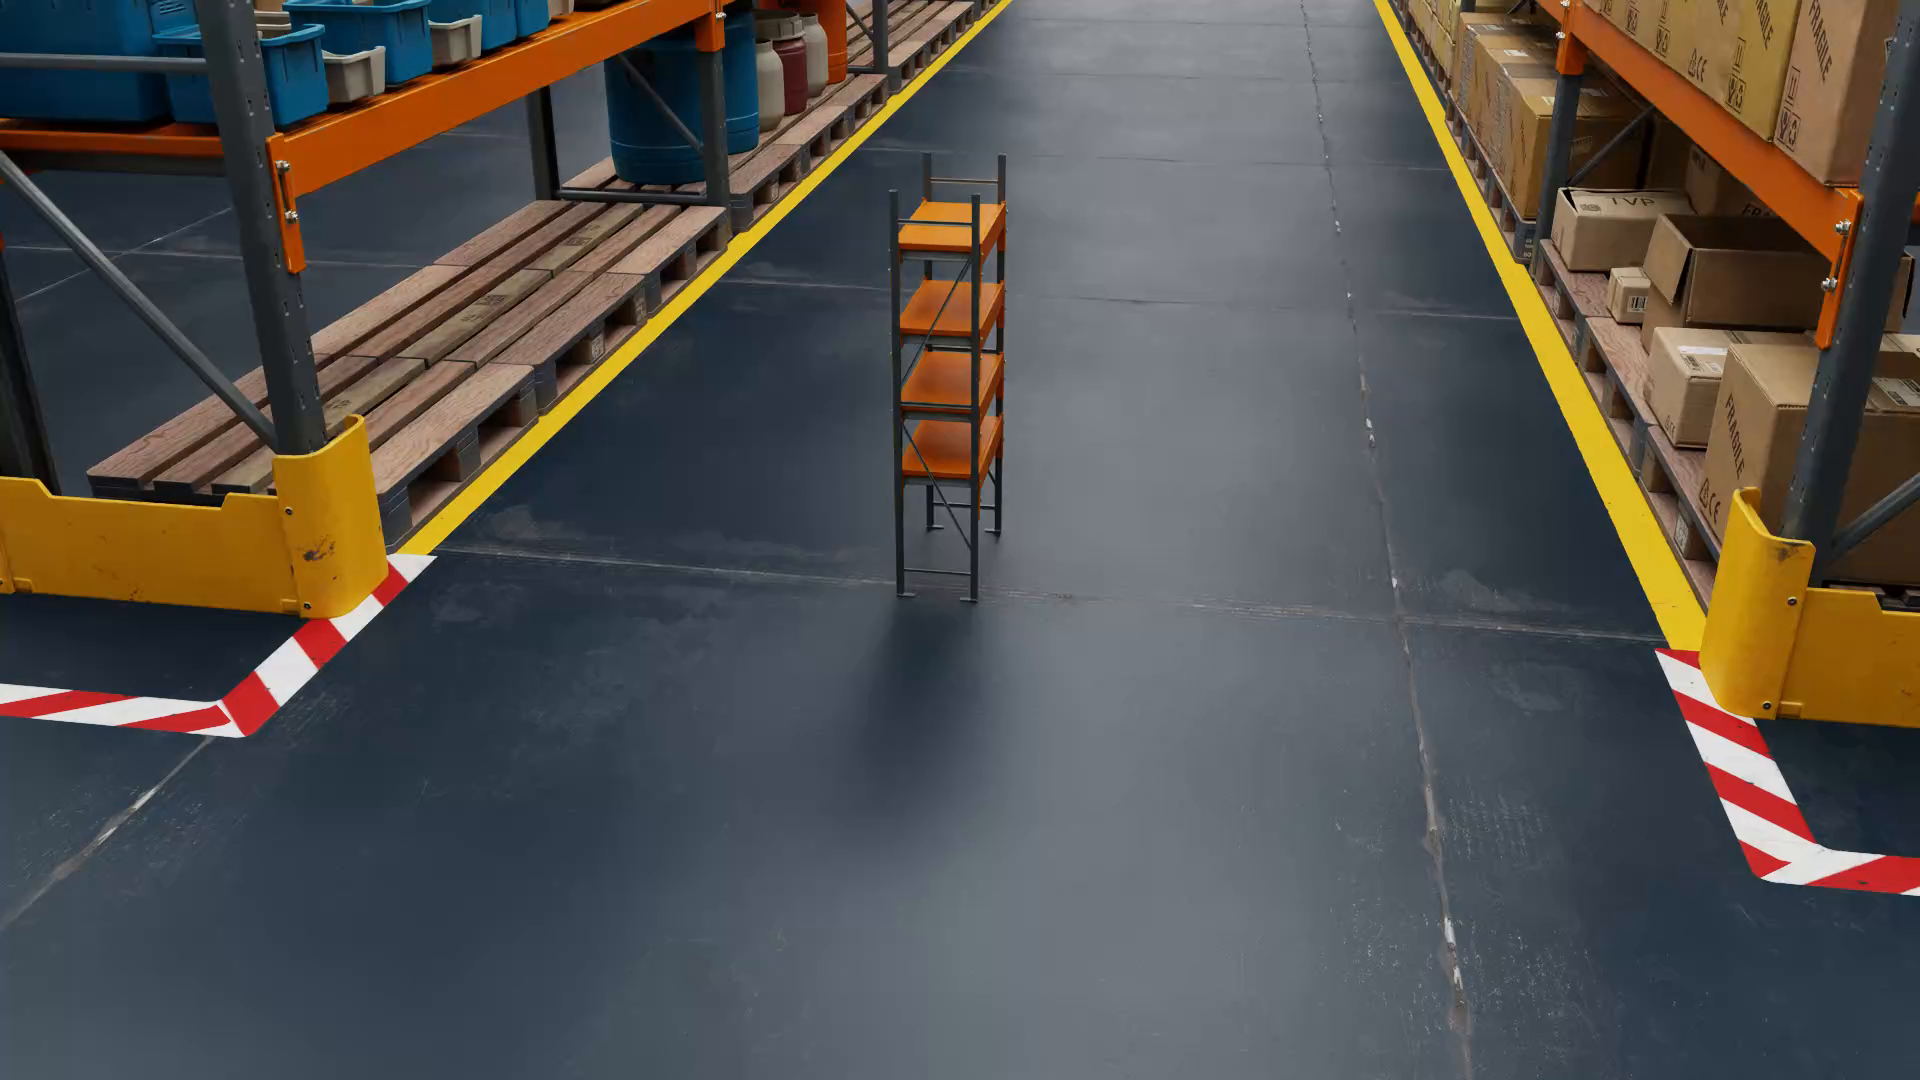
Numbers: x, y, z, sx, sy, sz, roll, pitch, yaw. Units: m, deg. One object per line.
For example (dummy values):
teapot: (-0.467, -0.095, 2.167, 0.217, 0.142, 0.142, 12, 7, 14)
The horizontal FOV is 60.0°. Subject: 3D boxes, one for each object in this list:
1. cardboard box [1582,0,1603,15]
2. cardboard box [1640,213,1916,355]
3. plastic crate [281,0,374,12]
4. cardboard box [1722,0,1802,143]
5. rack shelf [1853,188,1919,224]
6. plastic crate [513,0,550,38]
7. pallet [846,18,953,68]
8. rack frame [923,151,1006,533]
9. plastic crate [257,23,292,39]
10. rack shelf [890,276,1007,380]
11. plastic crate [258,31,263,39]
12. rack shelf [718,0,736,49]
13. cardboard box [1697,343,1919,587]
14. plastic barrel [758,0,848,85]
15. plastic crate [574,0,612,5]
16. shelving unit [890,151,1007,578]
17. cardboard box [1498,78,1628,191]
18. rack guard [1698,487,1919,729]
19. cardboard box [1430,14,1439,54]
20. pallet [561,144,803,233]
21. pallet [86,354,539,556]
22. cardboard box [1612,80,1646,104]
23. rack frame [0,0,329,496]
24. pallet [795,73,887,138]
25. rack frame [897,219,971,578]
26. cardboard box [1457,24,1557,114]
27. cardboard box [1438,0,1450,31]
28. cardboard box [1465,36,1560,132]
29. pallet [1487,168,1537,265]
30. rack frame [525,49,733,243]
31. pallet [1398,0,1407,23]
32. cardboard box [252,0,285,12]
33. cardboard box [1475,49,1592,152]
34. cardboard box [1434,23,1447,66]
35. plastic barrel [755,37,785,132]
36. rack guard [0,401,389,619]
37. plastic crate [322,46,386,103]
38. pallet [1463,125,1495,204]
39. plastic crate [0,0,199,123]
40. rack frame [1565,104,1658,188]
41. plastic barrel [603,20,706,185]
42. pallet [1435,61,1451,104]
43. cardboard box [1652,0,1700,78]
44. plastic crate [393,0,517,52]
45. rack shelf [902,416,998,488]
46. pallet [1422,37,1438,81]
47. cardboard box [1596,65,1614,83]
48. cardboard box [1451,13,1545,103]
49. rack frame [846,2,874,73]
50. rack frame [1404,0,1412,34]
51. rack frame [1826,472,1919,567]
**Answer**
cardboard box: (2.860, -2.429, 6.784, 0.500, 0.500, 0.500, 5, 25, 10)
cardboard box: (2.911, -0.861, 5.977, 0.797, 0.503, 0.637, 4, 25, 9)
plastic crate: (-2.260, -1.875, 5.958, 0.298, 0.136, 0.250, 4, 25, 9)
cardboard box: (2.445, -1.374, 4.529, 0.500, 0.500, 0.500, 4, 25, 9)
rack shelf: (2.886, -1.537, 5.529, 0.919, 0.052, 3.809, 4, 25, 9)
plastic crate: (-1.698, -1.958, 6.022, 0.416, 0.233, 0.300, 4, 25, 9)
pallet: (-0.653, -4.163, 13.895, 1.003, 0.211, 1.213, 4, 25, 9)
rack frame: (0.013, -0.576, 5.066, 0.240, 1.200, 0.015, 4, 25, 9)
plastic crate: (-2.311, -1.632, 5.438, 0.396, 0.136, 0.243, 4, 25, 9)
rack shelf: (-0.027, -0.616, 4.781, 0.258, 0.148, 0.480, 4, 25, 9)
plastic crate: (-2.373, -1.511, 5.181, 0.396, 0.136, 0.243, 4, 25, 9)
rack shelf: (-1.347, -3.434, 9.896, 1.077, 0.370, 4.000, 4, 25, 9)
cardboard box: (2.405, -0.217, 4.605, 0.500, 0.500, 0.500, 4, 25, 9)
plastic barrel: (-1.083, -3.598, 11.462, 0.600, 0.830, 0.708, 4, 25, 9)
plastic crate: (-1.592, -2.339, 6.962, 0.437, 0.125, 0.590, 4, 25, 9)
shelving unit: (-0.027, -0.475, 4.850, 0.258, 1.200, 0.499, 4, 25, 9)
cardboard box: (3.099, -2.078, 8.581, 0.500, 0.500, 0.500, 4, 25, 9)
rack guard: (2.571, 0.195, 4.244, 1.175, 0.500, 0.348, 4, 25, 9)
cardboard box: (3.877, -3.859, 12.704, 0.500, 0.250, 0.500, 5, 25, 10)
pallet: (-1.506, -1.980, 9.231, 1.003, 0.211, 1.213, 4, 25, 9)
pallet: (-2.154, -0.329, 5.705, 1.003, 0.211, 1.213, 4, 25, 9)
cardboard box: (3.608, -2.055, 8.531, 0.500, 0.500, 0.500, 4, 25, 9)
rack frame: (-2.327, -1.250, 4.382, 1.000, 3.000, 0.127, 4, 25, 9)
pallet: (-1.108, -3.000, 11.411, 1.003, 0.211, 1.213, 4, 25, 9)
rack frame: (-0.068, -0.372, 4.630, 0.228, 1.046, 0.006, 4, 25, 9)
cardboard box: (3.430, -2.928, 10.398, 0.500, 0.500, 0.500, 3, 25, 7)
cardboard box: (3.787, -3.904, 12.139, 0.500, 0.311, 0.500, 4, 25, 8)
cardboard box: (3.829, -3.251, 11.026, 1.136, 0.551, 3.017, 3, 25, 7)
pallet: (3.308, -1.658, 8.544, 1.003, 0.211, 1.213, 4, 25, 9)
rack frame: (-1.674, -2.923, 7.957, 1.000, 3.000, 0.127, 4, 25, 9)
pallet: (4.691, -4.991, 15.664, 1.003, 0.211, 1.213, 4, 25, 9)
cardboard box: (-5.817, -4.288, 13.302, 0.700, 0.500, 0.500, 3, 25, 6)
cardboard box: (3.263, -2.500, 9.483, 0.500, 0.500, 0.500, 3, 25, 7)
cardboard box: (3.792, -3.649, 12.255, 0.500, 0.250, 0.500, 4, 25, 8)
plastic barrel: (-1.272, -2.739, 10.003, 0.421, 0.512, 0.421, 0, 25, 0)
rack guard: (-2.318, -0.107, 4.889, 1.175, 0.500, 0.348, 4, 25, 9)
plastic crate: (-1.828, -1.367, 4.872, 0.250, 0.136, 0.298, 4, 25, 9)
pallet: (3.505, -2.170, 9.637, 1.003, 0.211, 1.213, 4, 25, 9)
plastic crate: (-2.457, -1.446, 4.689, 0.616, 0.435, 0.499, 4, 25, 9)
rack frame: (3.216, -2.578, 7.220, 0.949, 2.616, 0.053, 4, 25, 9)
plastic barrel: (-1.568, -2.389, 8.796, 0.600, 0.901, 0.708, 4, 25, 9)
pallet: (1.155, -3.956, 10.150, 6.198, 3.011, 5.144, 4, 25, 9)
cardboard box: (2.614, -1.793, 5.425, 0.500, 0.500, 0.500, 4, 25, 8)
plastic crate: (-1.747, -1.833, 5.754, 0.416, 0.233, 0.300, 4, 25, 9)
rack shelf: (-0.027, -0.269, 4.944, 0.221, 0.050, 0.457, 4, 25, 9)
pallet: (4.241, -3.839, 13.202, 1.003, 0.211, 1.213, 4, 25, 9)
cardboard box: (3.697, -2.263, 8.976, 0.500, 0.500, 0.500, 4, 25, 9)
cardboard box: (3.510, -3.148, 10.866, 0.500, 0.500, 0.500, 5, 26, 11)
rack frame: (-1.023, -4.596, 11.531, 0.949, 2.616, 0.053, 4, 25, 9)
rack frame: (4.520, -5.924, 14.368, 1.000, 3.000, 0.127, 4, 25, 9)
rack frame: (2.562, -0.905, 3.645, 0.949, 2.616, 0.053, 4, 25, 9)
